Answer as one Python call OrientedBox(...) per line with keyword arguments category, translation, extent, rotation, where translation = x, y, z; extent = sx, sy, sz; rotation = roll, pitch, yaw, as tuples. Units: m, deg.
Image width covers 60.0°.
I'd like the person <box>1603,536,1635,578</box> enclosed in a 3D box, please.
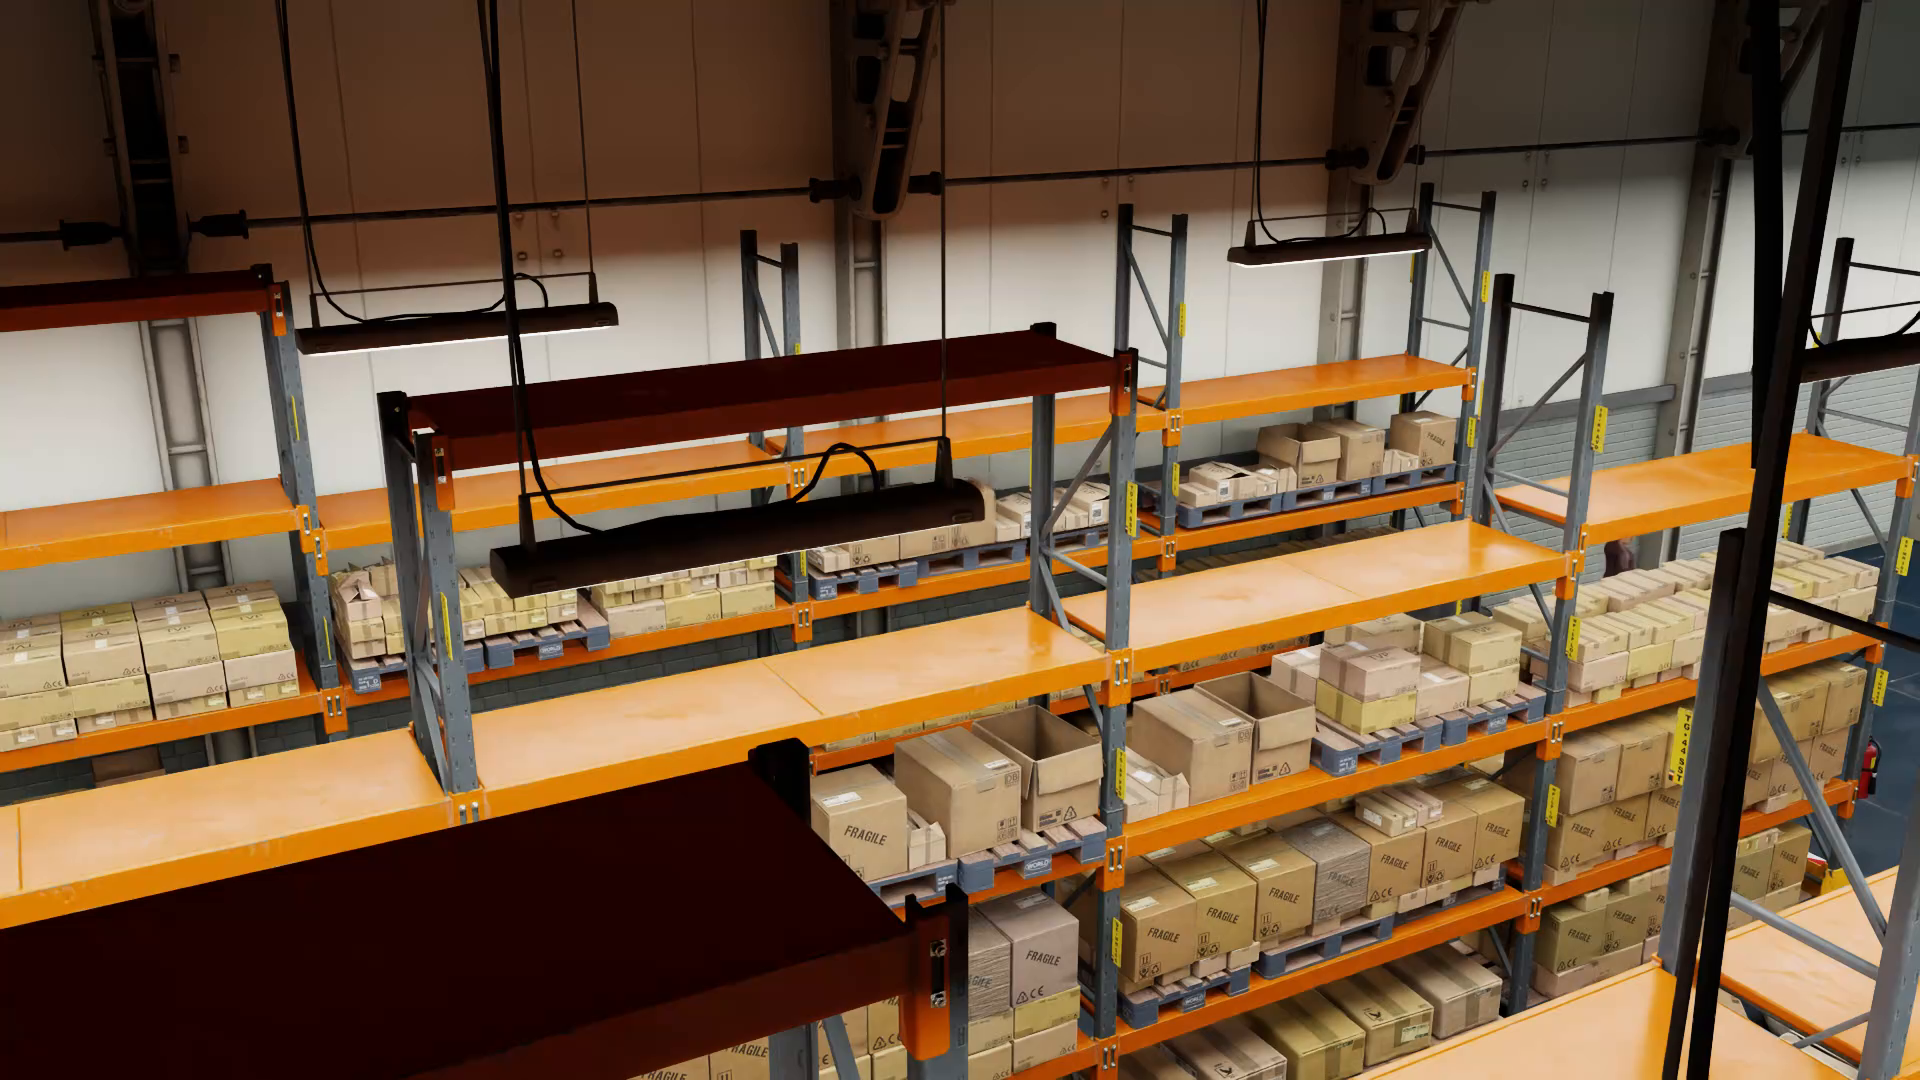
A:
OrientedBox(category="person", translation=(8.254, 0.656, 20.711), extent=(0.890, 1.779, 0.605), rotation=(-2, 18, -7))
